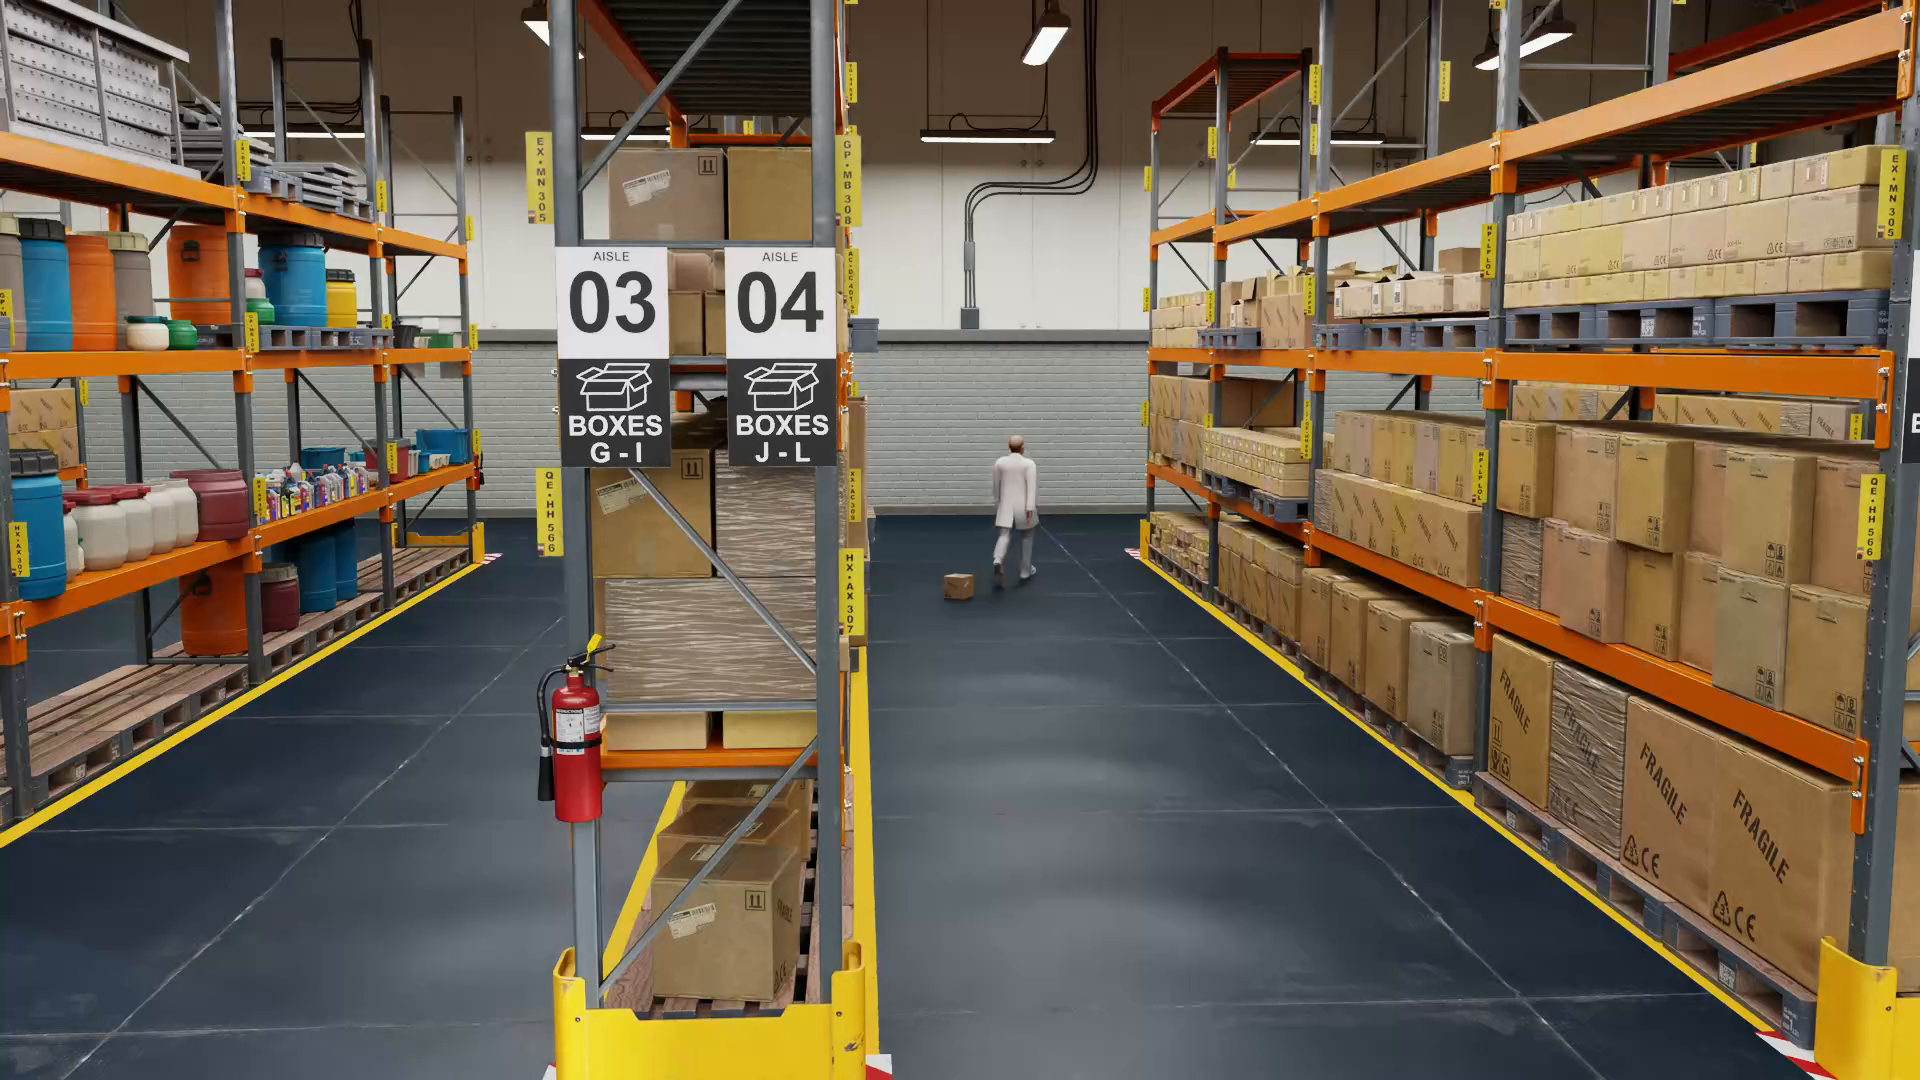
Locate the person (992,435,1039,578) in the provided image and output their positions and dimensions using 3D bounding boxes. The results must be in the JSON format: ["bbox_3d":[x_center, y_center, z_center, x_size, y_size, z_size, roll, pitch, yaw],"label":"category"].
[{"bbox_3d":[0.653,-0.388,20.009,0.582,1.739,1.017,2,7,16],"label":"person"}]
